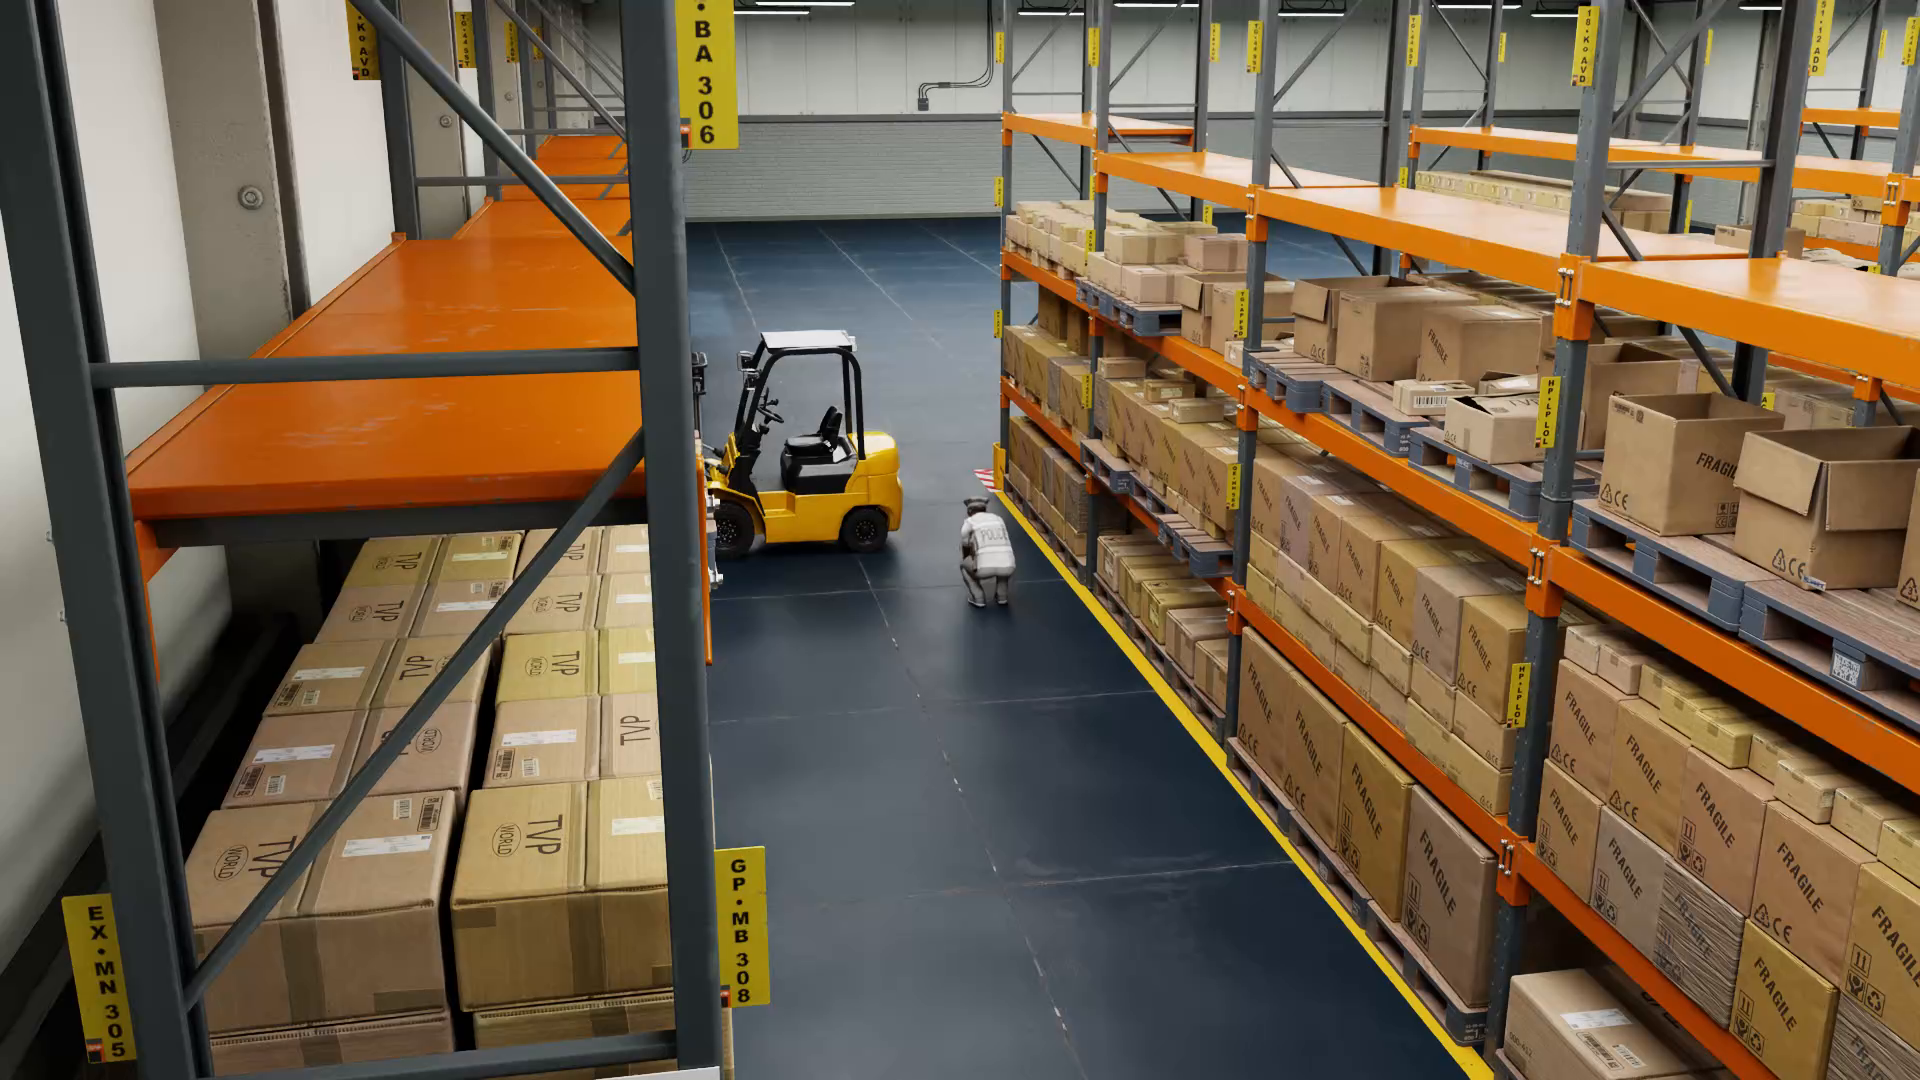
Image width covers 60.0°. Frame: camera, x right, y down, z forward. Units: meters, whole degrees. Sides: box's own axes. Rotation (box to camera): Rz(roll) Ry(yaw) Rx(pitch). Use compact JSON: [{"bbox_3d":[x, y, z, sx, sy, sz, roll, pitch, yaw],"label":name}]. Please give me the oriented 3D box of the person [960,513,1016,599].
[{"bbox_3d":[0.274,0.175,15.508,0.465,0.791,0.579,-3,17,-11],"label":"person"}]
